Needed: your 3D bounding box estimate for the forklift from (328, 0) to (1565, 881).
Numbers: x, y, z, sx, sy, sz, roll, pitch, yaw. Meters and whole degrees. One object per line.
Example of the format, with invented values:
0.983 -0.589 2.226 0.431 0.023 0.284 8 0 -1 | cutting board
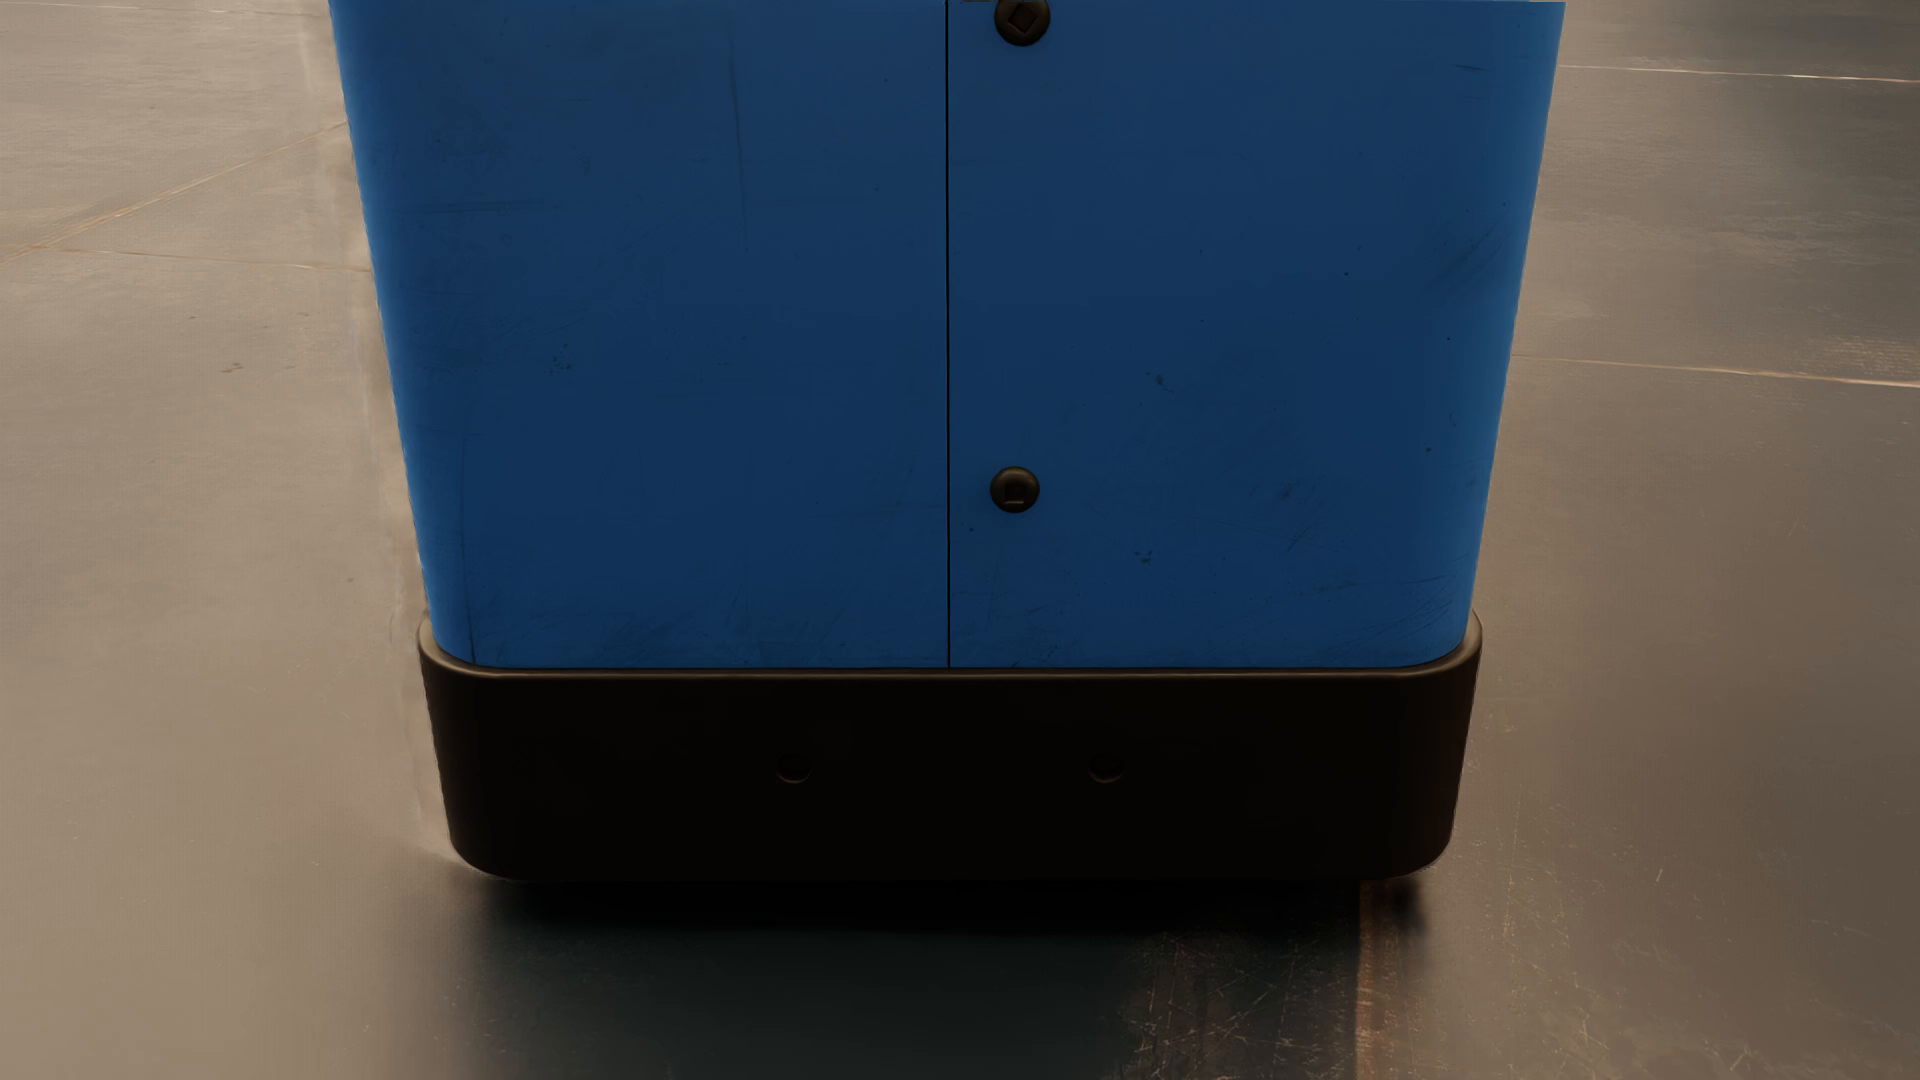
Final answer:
-0.013 -1.585 2.388 1.130 2.935 3.031 0 27 0 | forklift
